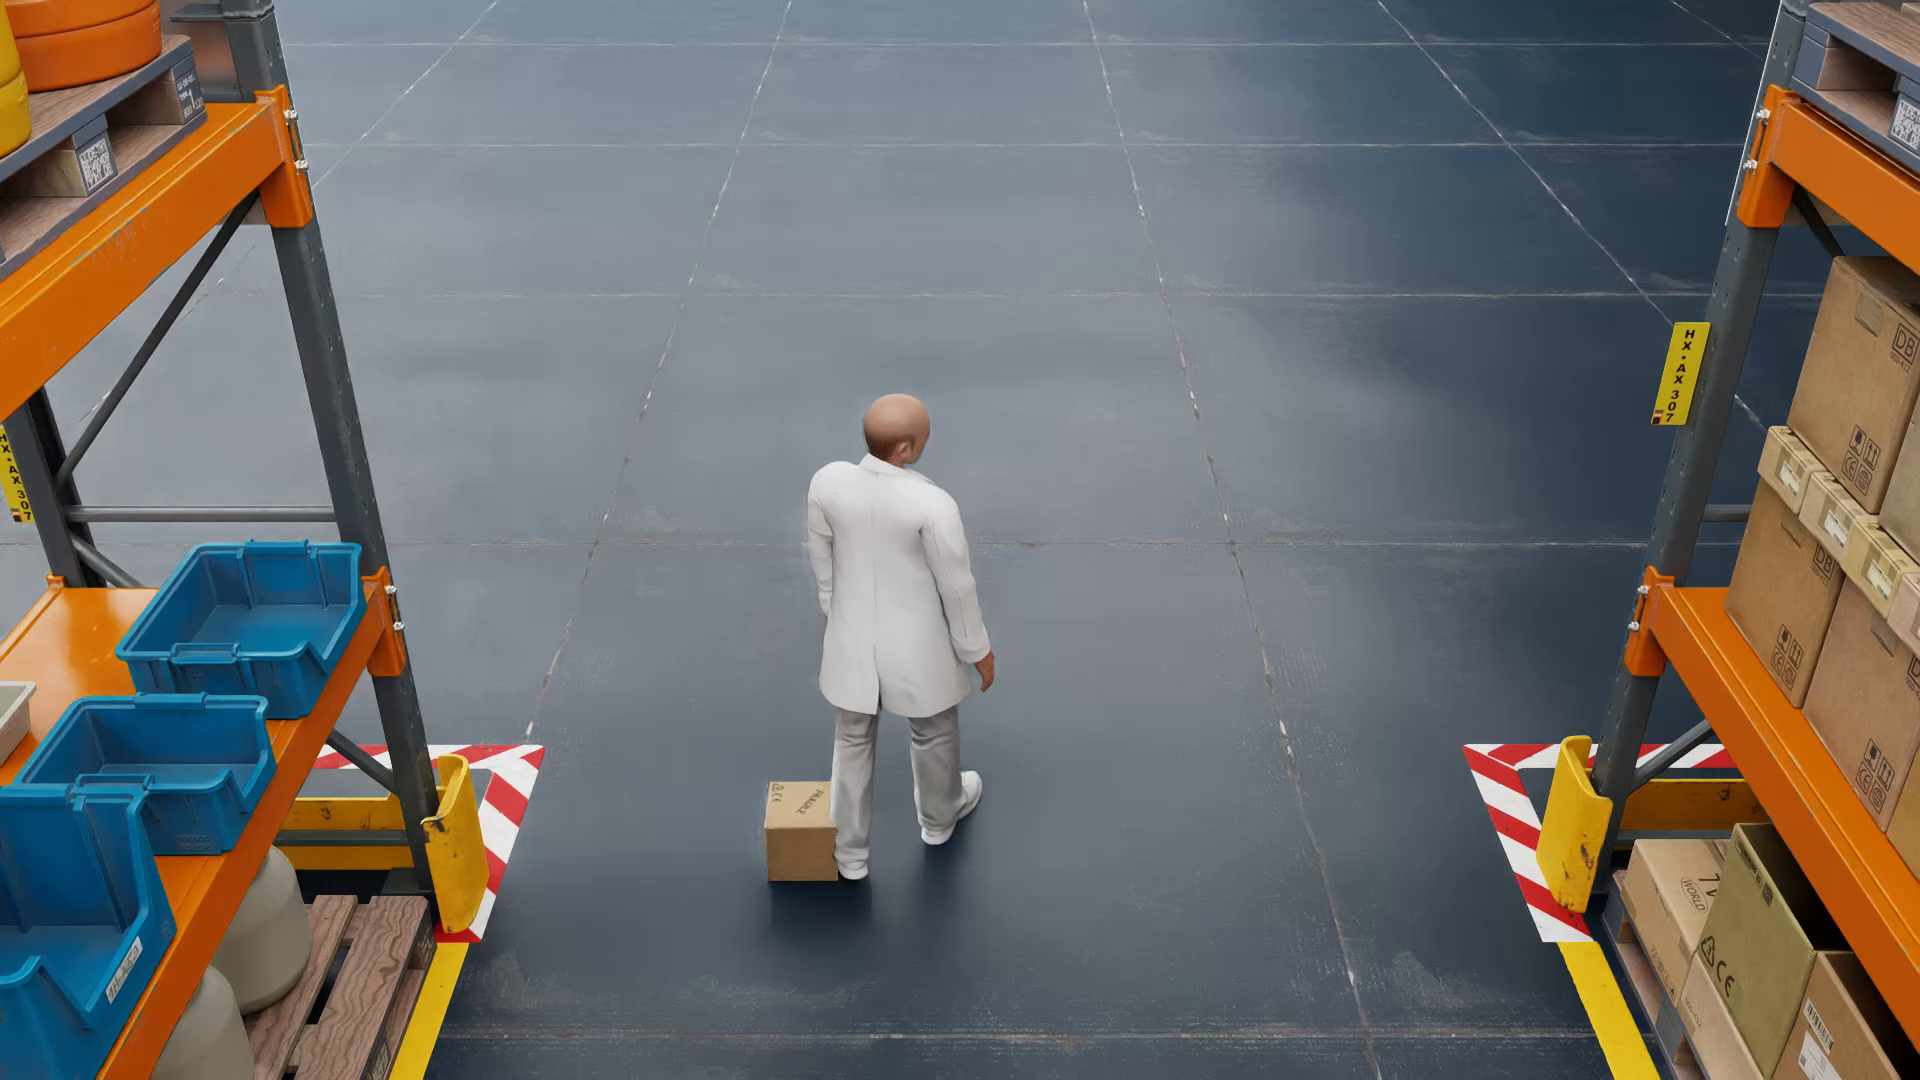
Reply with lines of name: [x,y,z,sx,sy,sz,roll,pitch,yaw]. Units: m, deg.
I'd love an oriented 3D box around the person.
person: [-0.188,0.306,5.593,0.657,1.773,0.658,11,33,17]
